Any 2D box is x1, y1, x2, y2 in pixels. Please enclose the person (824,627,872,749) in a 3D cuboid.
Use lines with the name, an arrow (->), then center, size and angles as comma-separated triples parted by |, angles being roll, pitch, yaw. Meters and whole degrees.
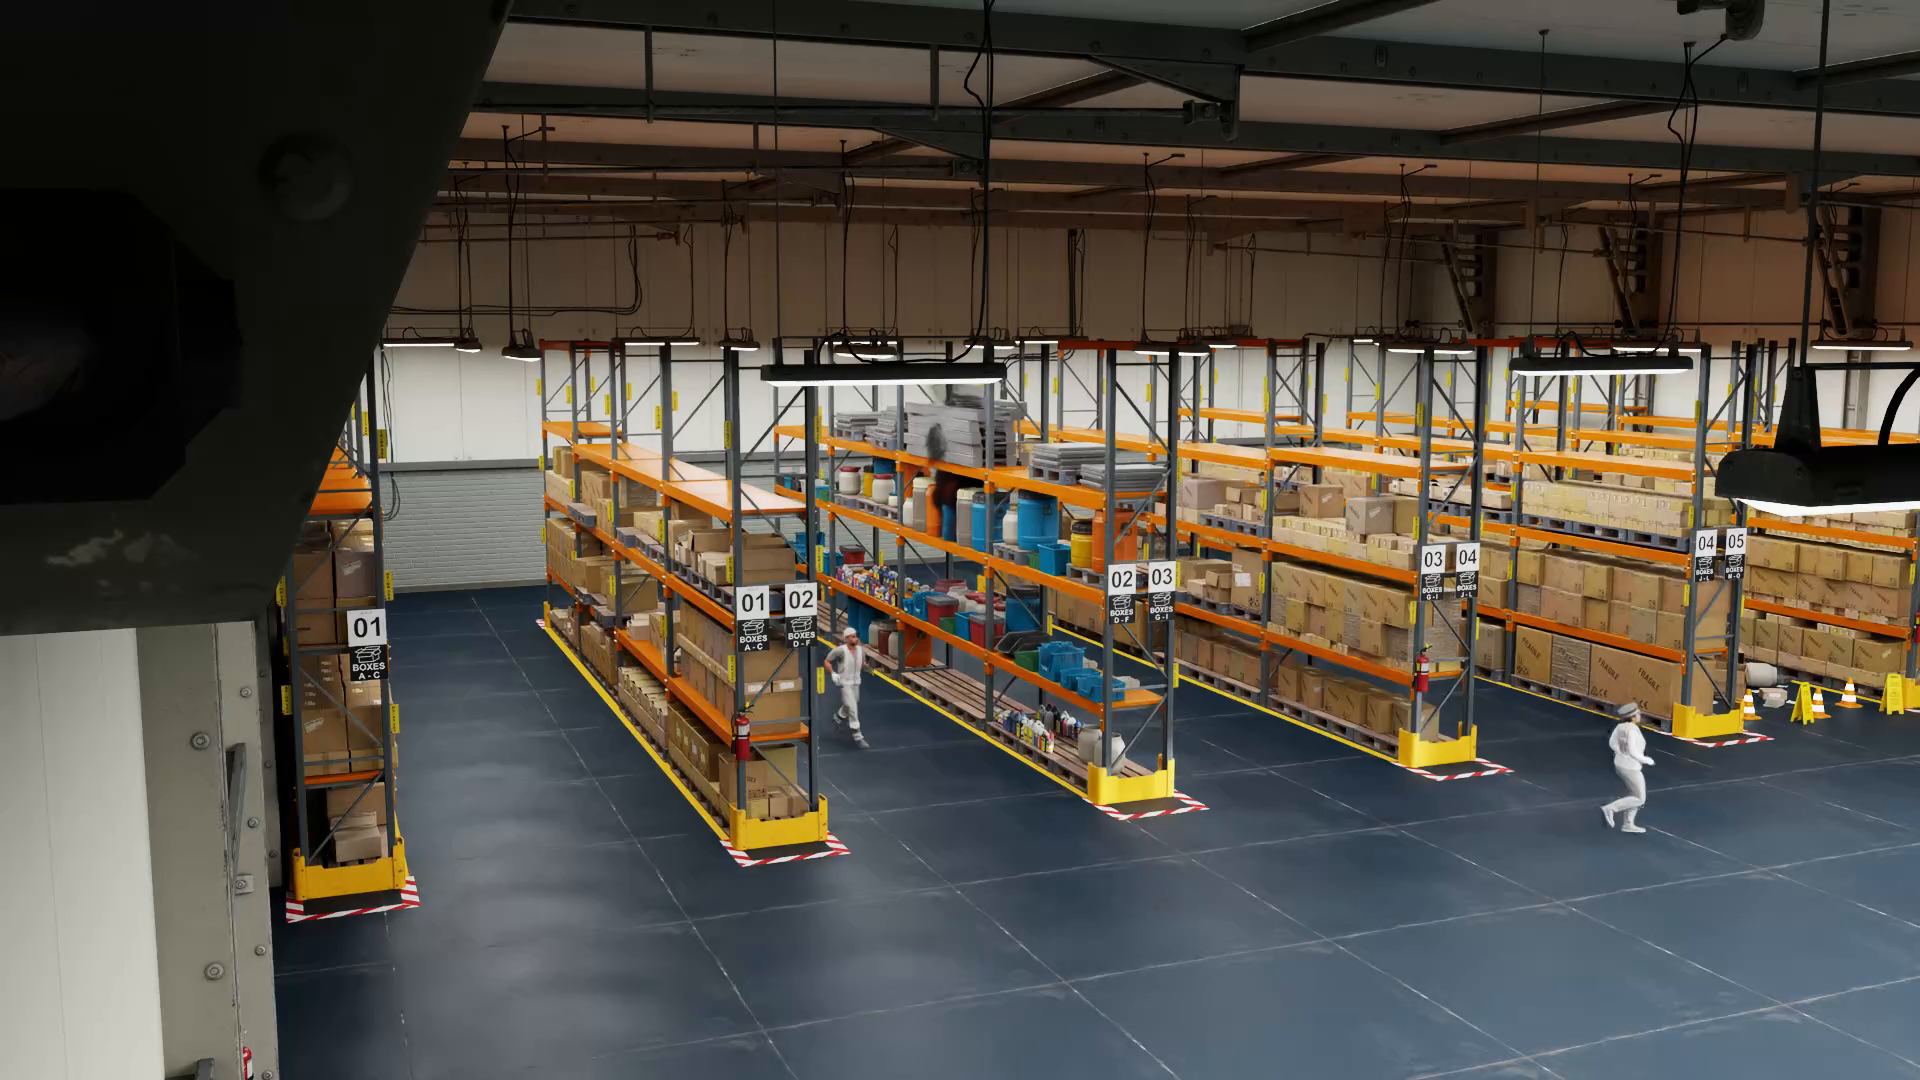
person -> -1.703, 2.188, 25.066 | 0.668, 1.788, 1.003 | -7, 10, -43

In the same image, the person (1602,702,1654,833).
person -> 8.280, 2.832, 20.691 | 0.611, 1.648, 0.609 | 0, 7, -1
